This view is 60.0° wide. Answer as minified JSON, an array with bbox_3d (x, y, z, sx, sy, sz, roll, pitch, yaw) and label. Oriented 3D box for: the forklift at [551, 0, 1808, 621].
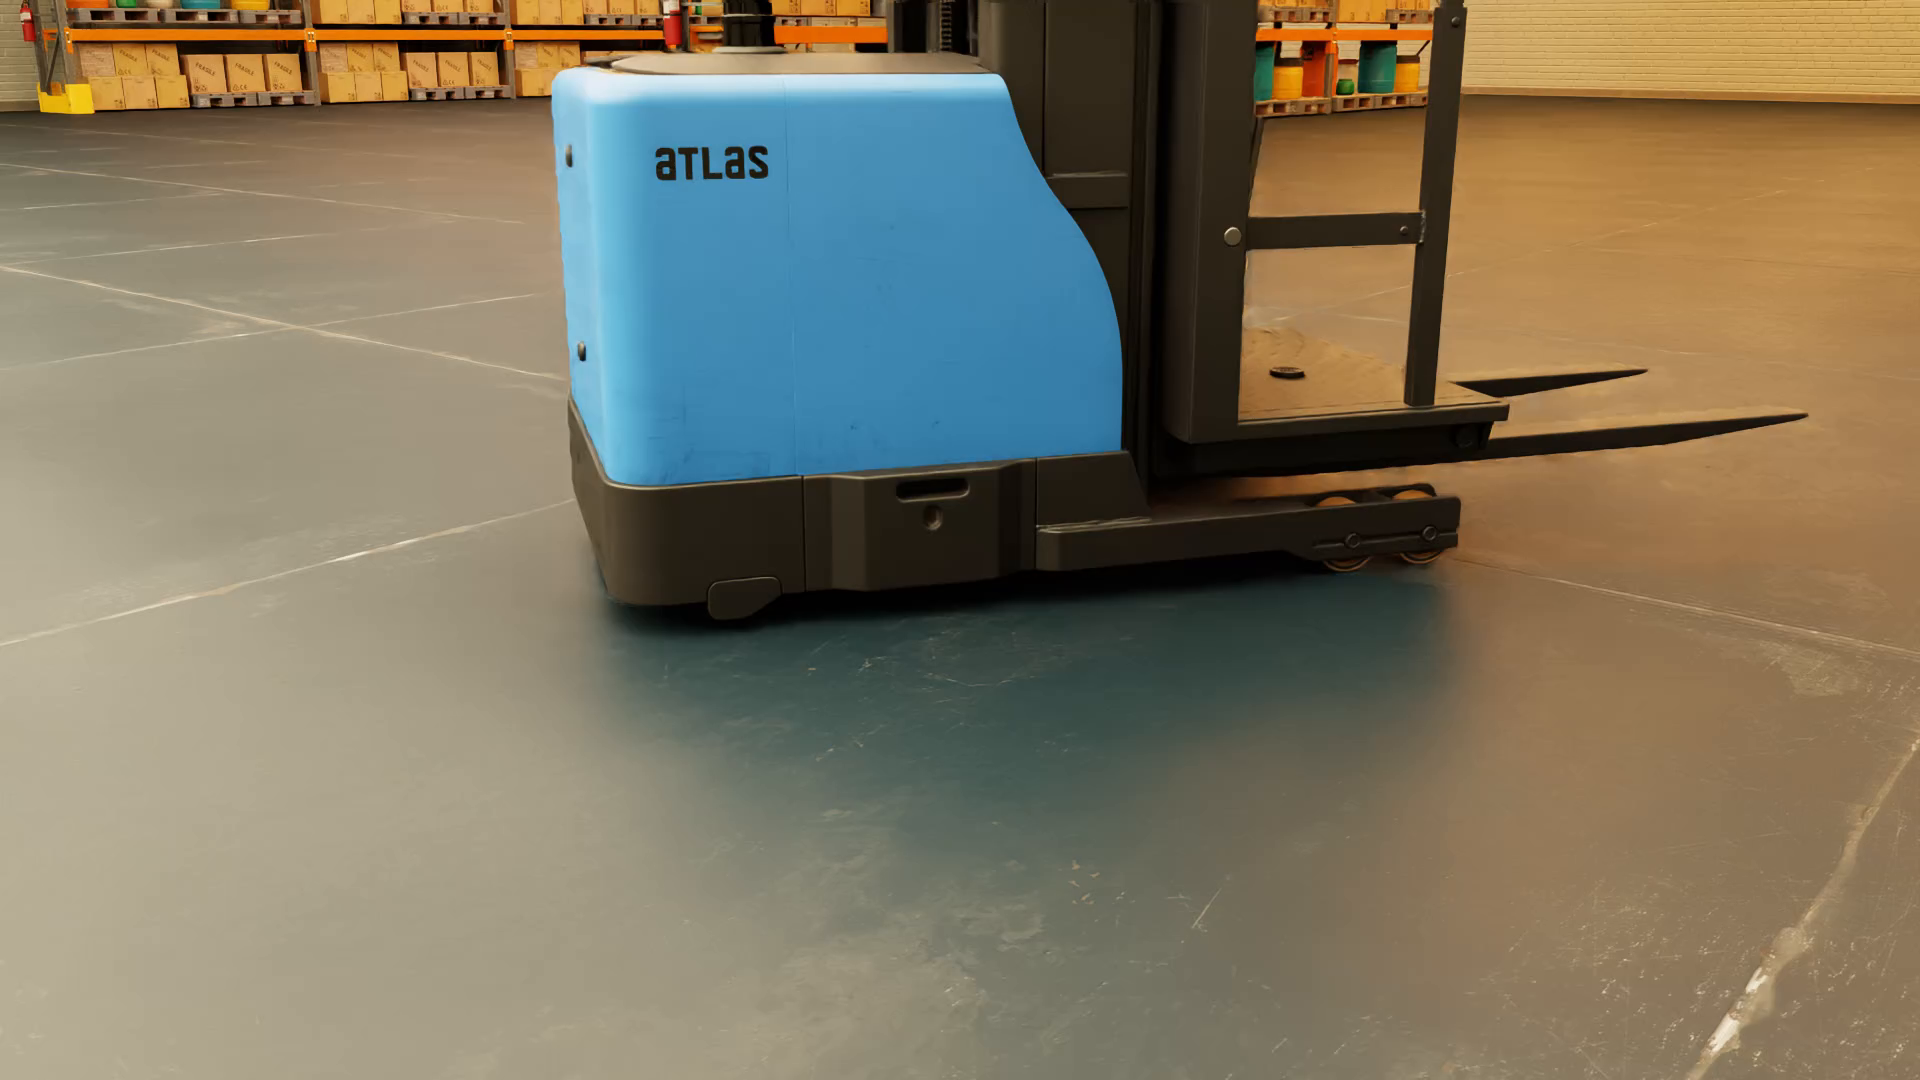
[{"bbox_3d":[0.618,-1.472,3.744,3.031,2.935,1.130,-5,18,-17],"label":"forklift"}]
